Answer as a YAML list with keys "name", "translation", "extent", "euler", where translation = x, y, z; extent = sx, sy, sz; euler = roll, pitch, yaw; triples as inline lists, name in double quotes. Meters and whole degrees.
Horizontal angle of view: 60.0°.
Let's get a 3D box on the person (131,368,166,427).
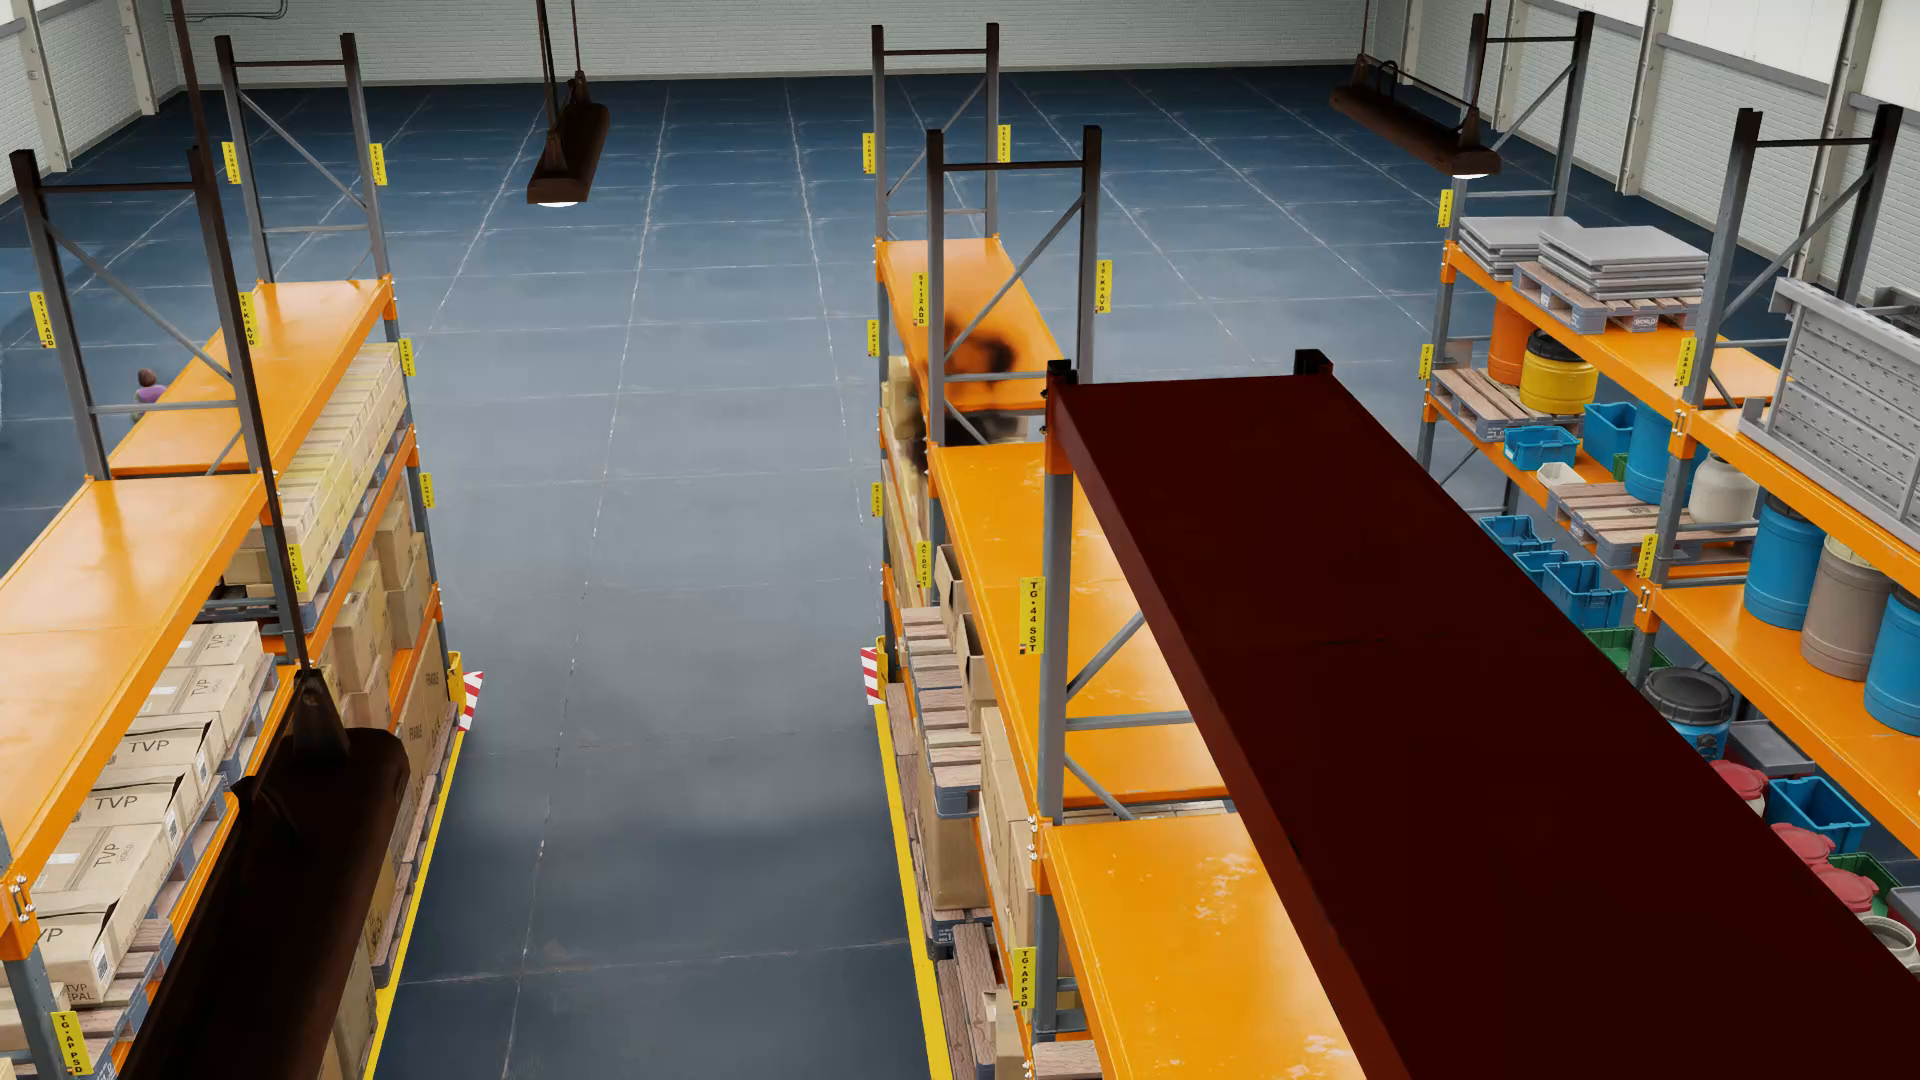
- name: "person"
  translation: [-9.279, -1.238, 19.315]
  extent: [0.566, 1.559, 0.556]
  euler: [21, 32, 37]
